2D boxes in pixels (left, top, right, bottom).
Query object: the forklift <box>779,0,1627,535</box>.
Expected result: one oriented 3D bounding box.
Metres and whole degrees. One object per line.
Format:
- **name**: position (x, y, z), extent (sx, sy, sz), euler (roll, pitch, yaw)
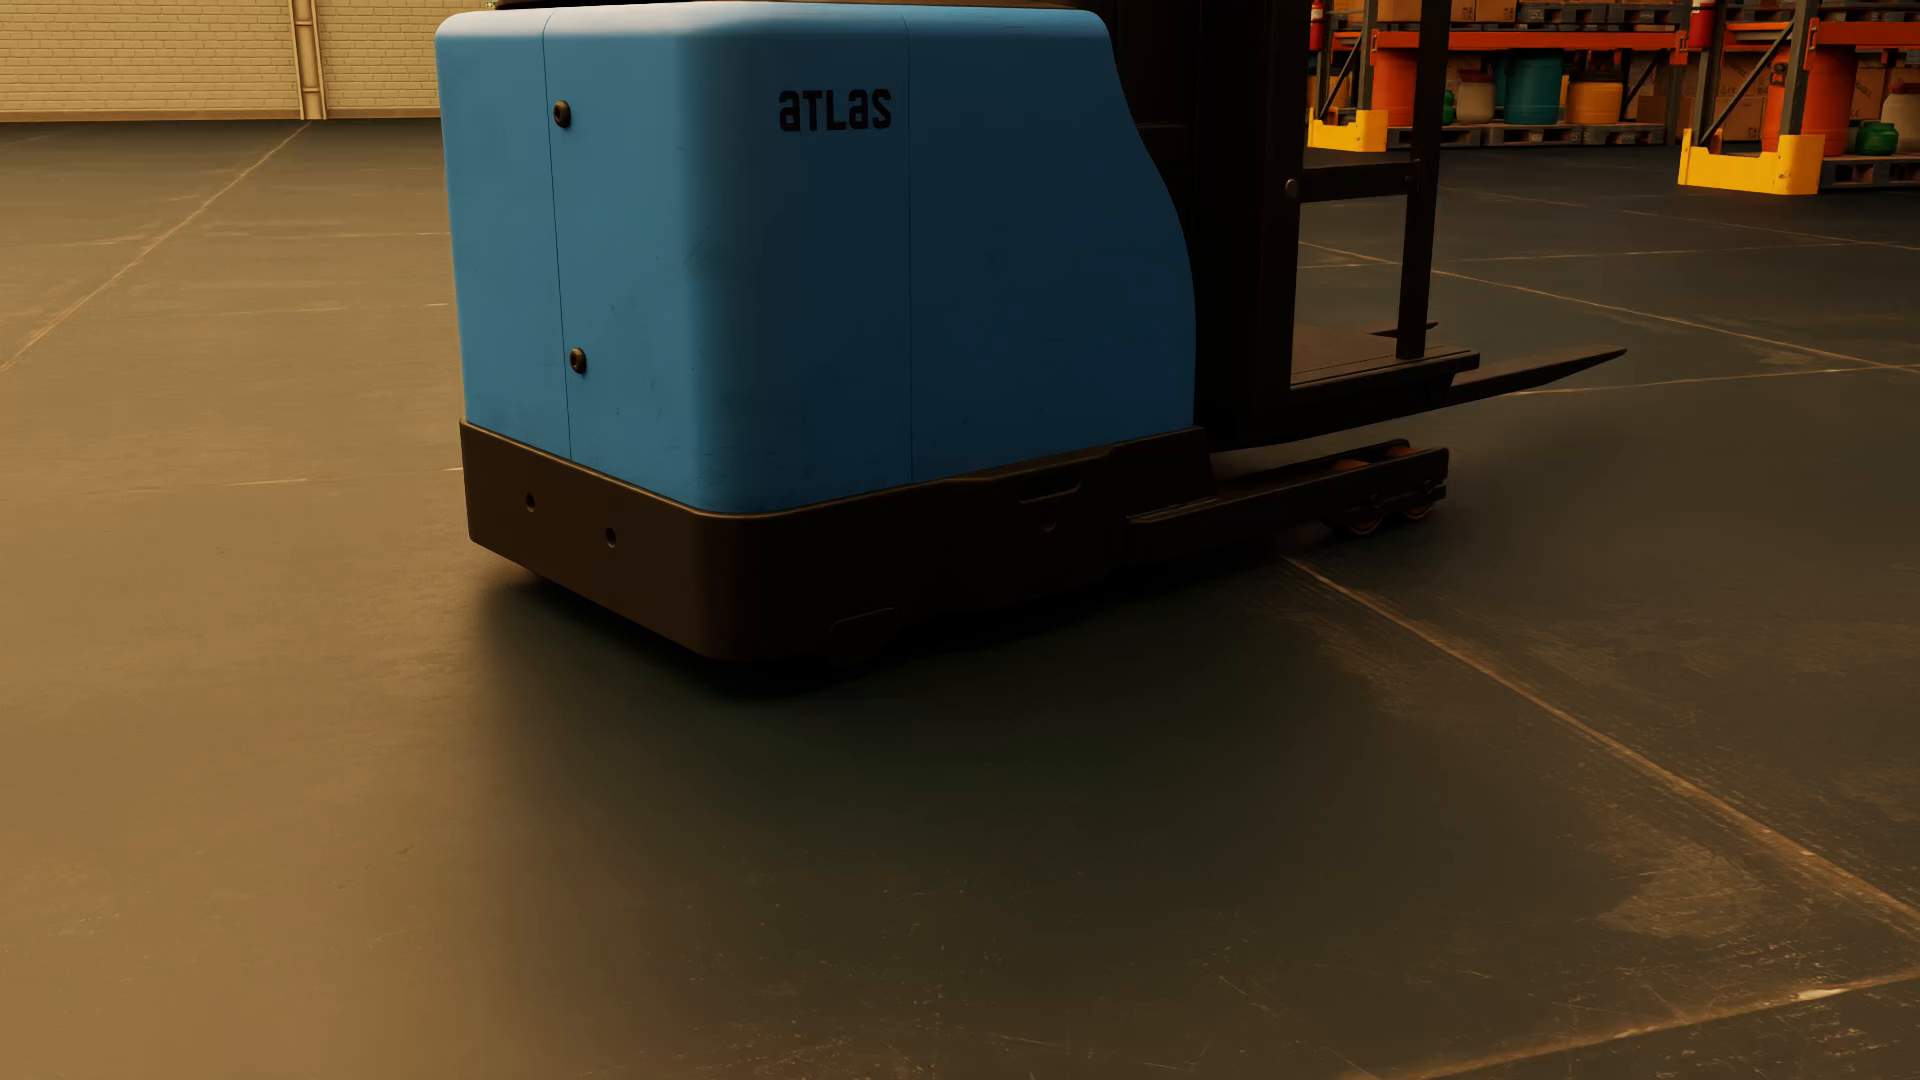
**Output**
- **forklift**: position (0.468, -1.516, 3.529), extent (3.031, 2.935, 1.121), euler (-13, 21, -38)
